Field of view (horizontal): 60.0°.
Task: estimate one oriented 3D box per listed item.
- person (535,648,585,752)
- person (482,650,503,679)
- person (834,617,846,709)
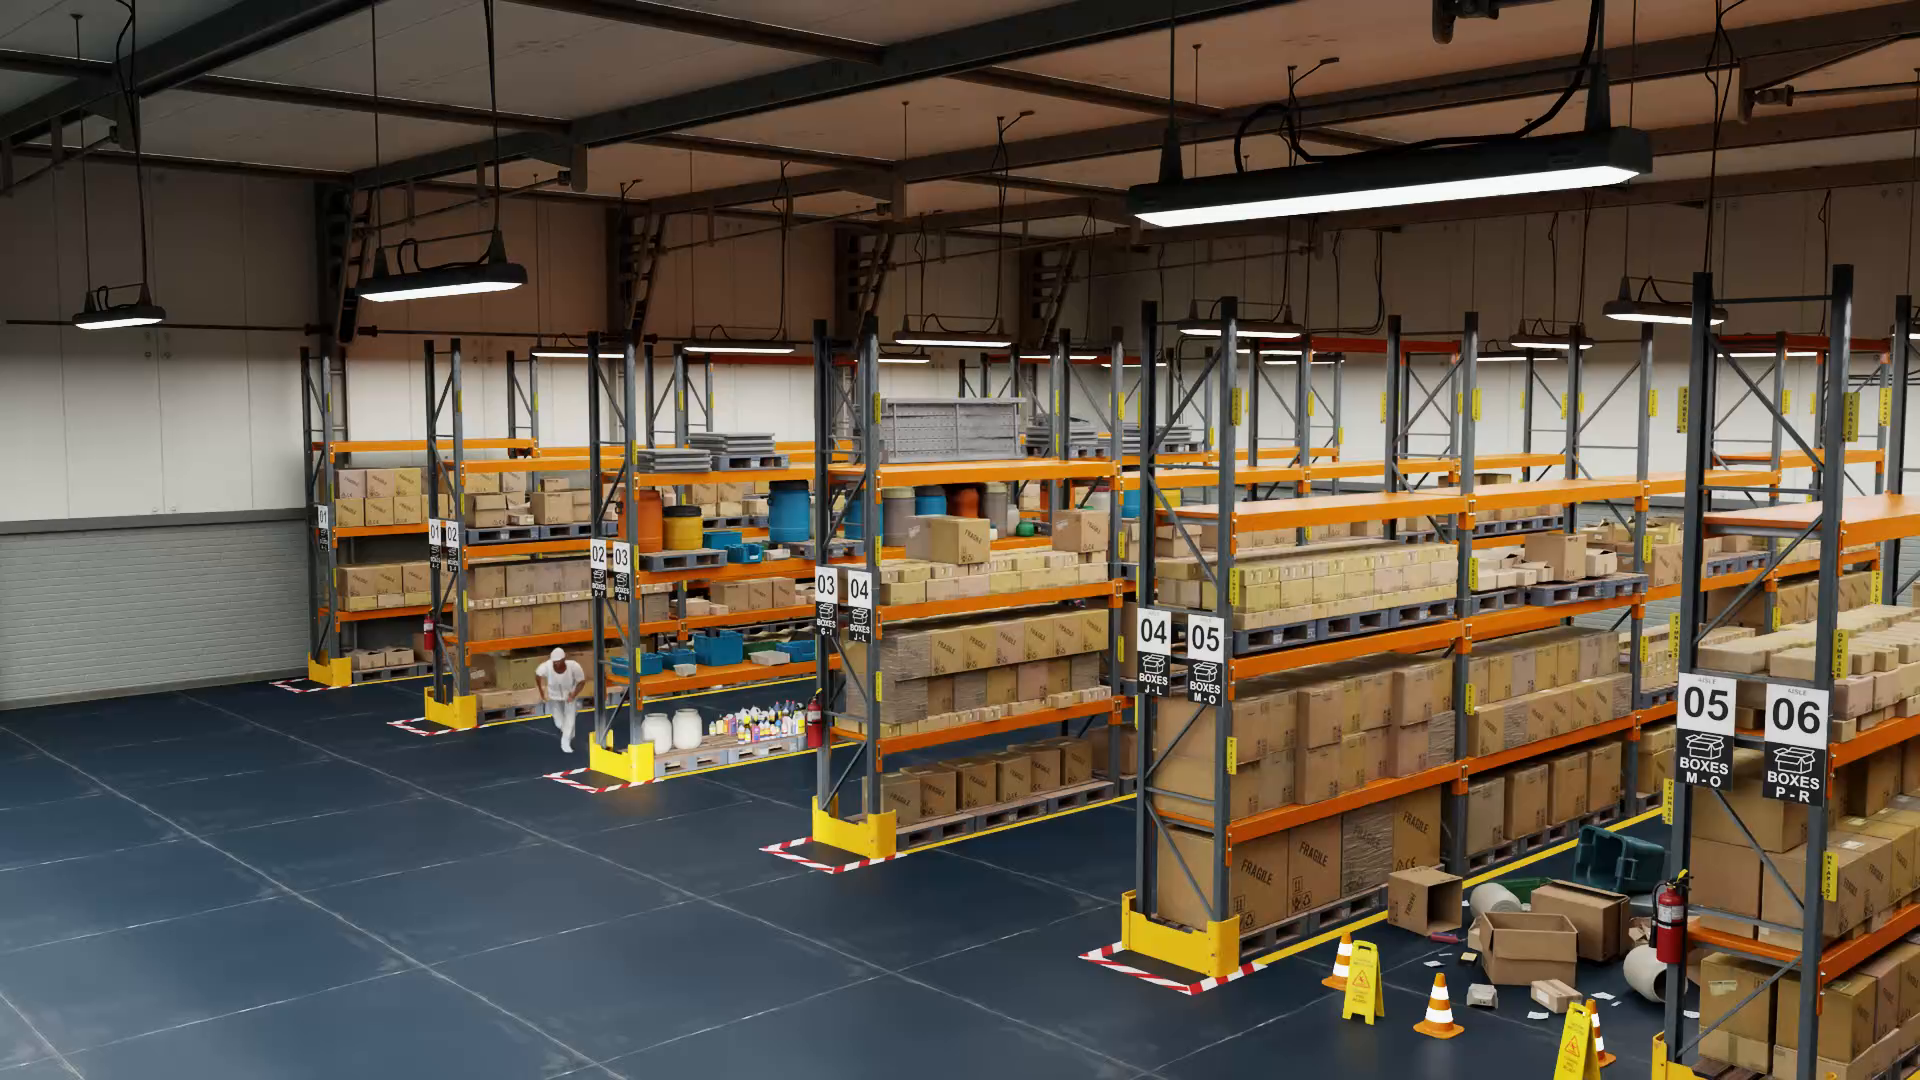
[{"bbox_3d":[-5.752,2.290,23.935,0.723,1.566,0.915,0,5,-4],"label":"person"},{"bbox_3d":[-8.080,1.836,28.810,0.598,1.622,0.817,2,5,21],"label":"person"},{"bbox_3d":[-1.953,1.998,26.597,0.612,1.658,0.670,2,5,20],"label":"person"}]
